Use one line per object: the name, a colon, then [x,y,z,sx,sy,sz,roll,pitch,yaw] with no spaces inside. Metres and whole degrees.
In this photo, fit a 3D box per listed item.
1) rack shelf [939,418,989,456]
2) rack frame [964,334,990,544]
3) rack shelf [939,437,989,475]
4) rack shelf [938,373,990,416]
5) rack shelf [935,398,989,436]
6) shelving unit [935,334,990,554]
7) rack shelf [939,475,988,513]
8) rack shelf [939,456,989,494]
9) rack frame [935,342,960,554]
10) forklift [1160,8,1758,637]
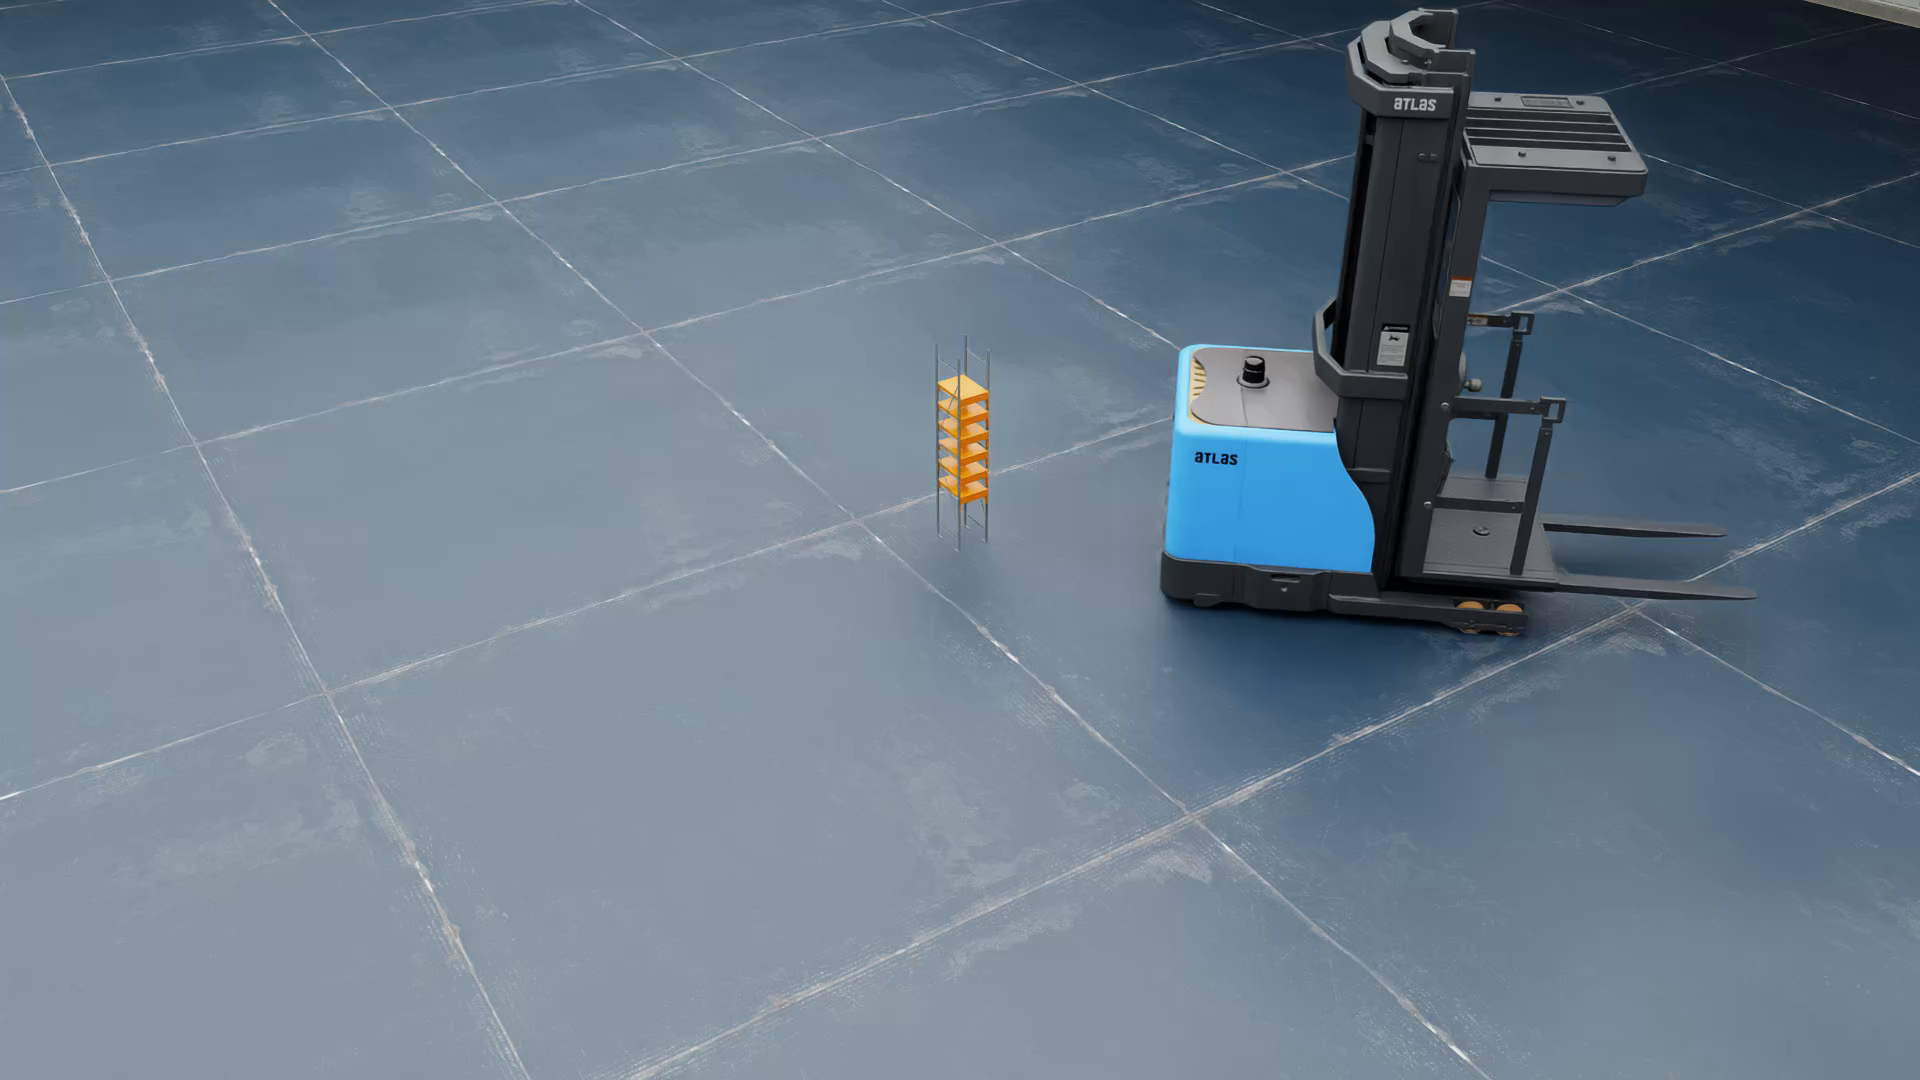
rack shelf: [0.012,-0.576,9.018,0.180,0.103,0.258,-19,37,-27]
rack frame: [0.089,-0.538,9.100,0.006,1.200,0.240,-19,37,-27]
rack shelf: [0.012,-0.474,9.082,0.180,0.103,0.258,-19,37,-27]
rack shelf: [0.012,-0.779,8.890,0.180,0.103,0.258,-19,37,-27]
rack shelf: [0.012,-0.677,8.954,0.180,0.103,0.258,-19,37,-27]
shelving unit: [0.012,-0.512,9.058,0.189,1.200,0.258,-19,37,-27]
rack shelf: [0.012,-0.271,9.210,0.180,0.103,0.258,-19,37,-27]
rack shelf: [0.012,-0.373,9.146,0.180,0.103,0.258,-19,37,-27]
rack frame: [-0.065,-0.485,9.016,0.006,1.200,0.240,-19,37,-27]
forklift: [2.622,-1.045,8.281,3.031,2.935,1.130,4,32,7]
